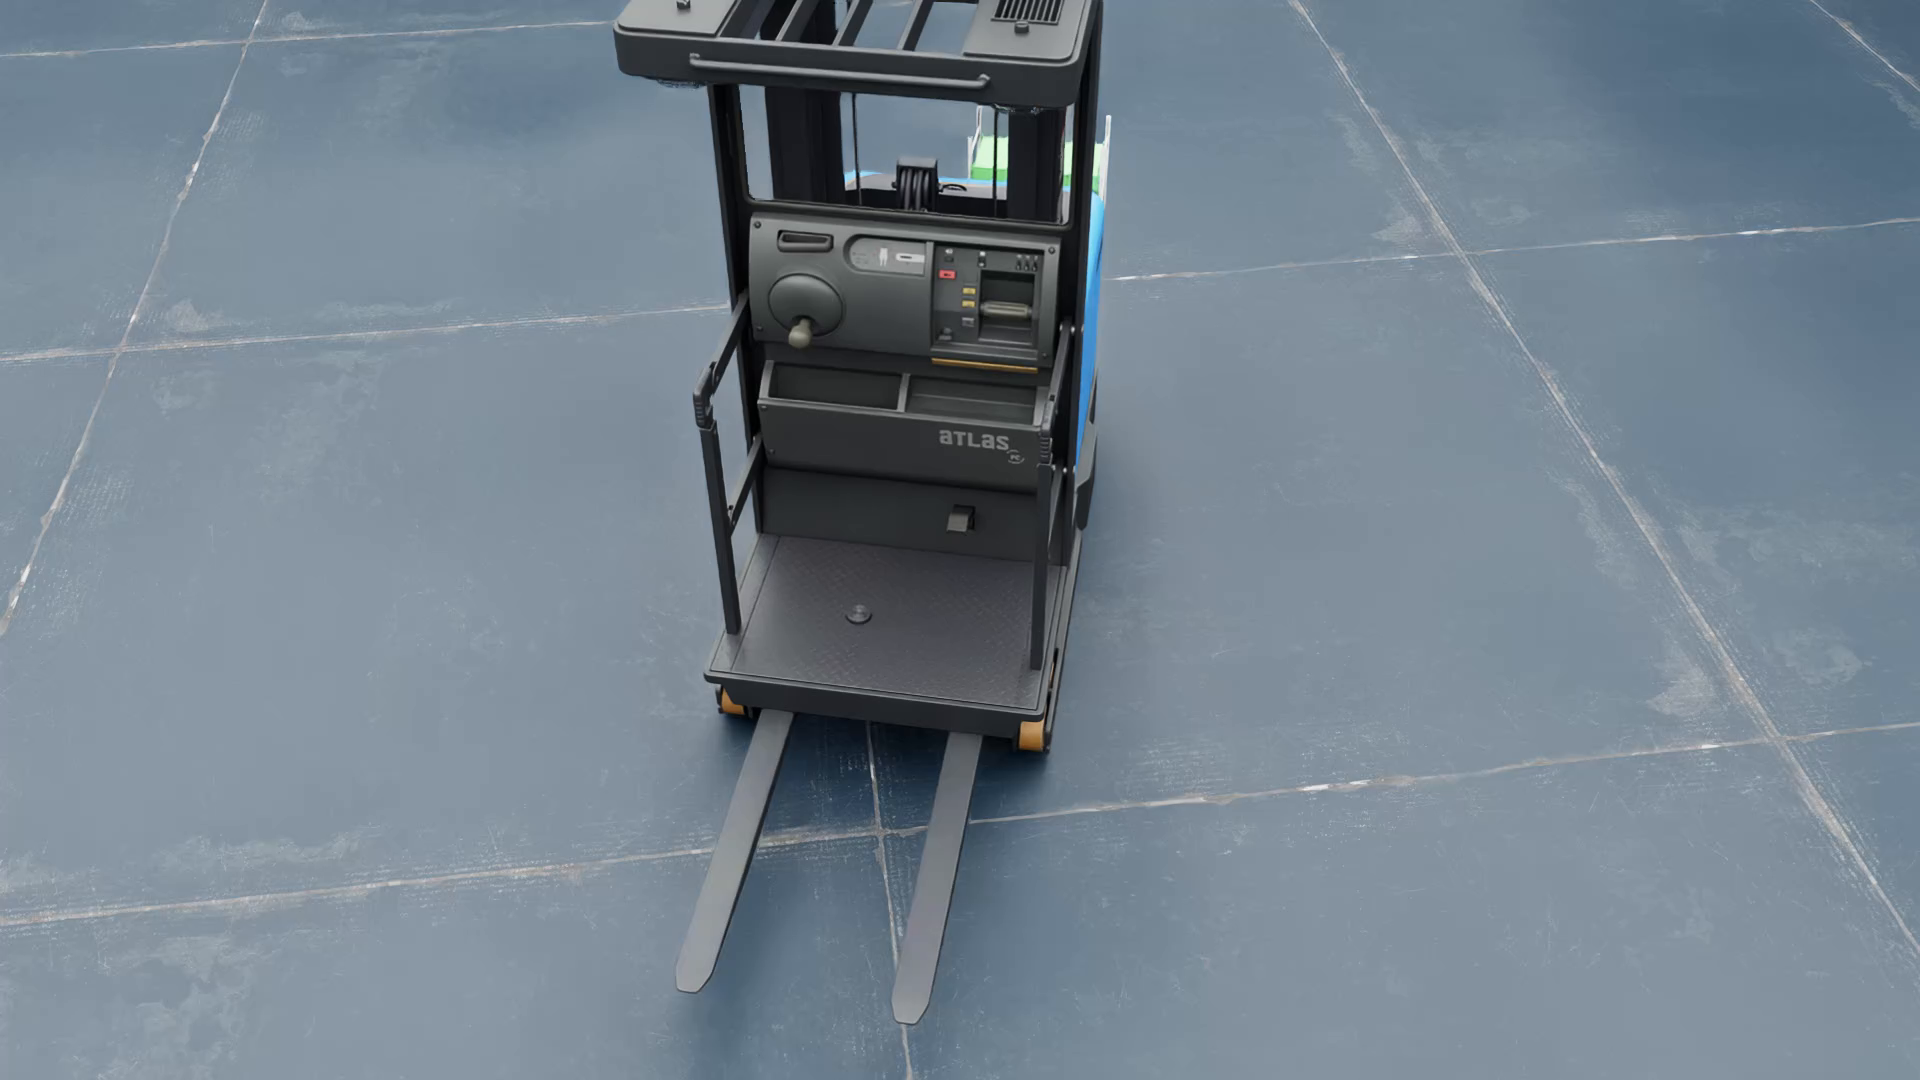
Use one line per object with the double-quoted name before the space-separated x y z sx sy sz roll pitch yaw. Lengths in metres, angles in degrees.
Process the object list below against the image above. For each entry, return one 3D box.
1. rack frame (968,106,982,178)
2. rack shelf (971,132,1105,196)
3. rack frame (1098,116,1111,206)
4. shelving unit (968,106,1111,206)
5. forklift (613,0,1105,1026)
"rack frame" 0.057 -1.114 6.588 0.015 1.200 0.240 6 42 7
"rack shelf" 0.298 -1.397 6.281 0.480 0.148 0.258 6 42 7
"rack frame" 0.538 -1.061 6.530 0.015 1.200 0.240 6 42 7
"shelving unit" 0.297 -1.087 6.559 0.503 1.200 0.258 6 42 7
"forklift" -0.203 -0.655 4.788 1.130 2.935 3.031 6 42 7
